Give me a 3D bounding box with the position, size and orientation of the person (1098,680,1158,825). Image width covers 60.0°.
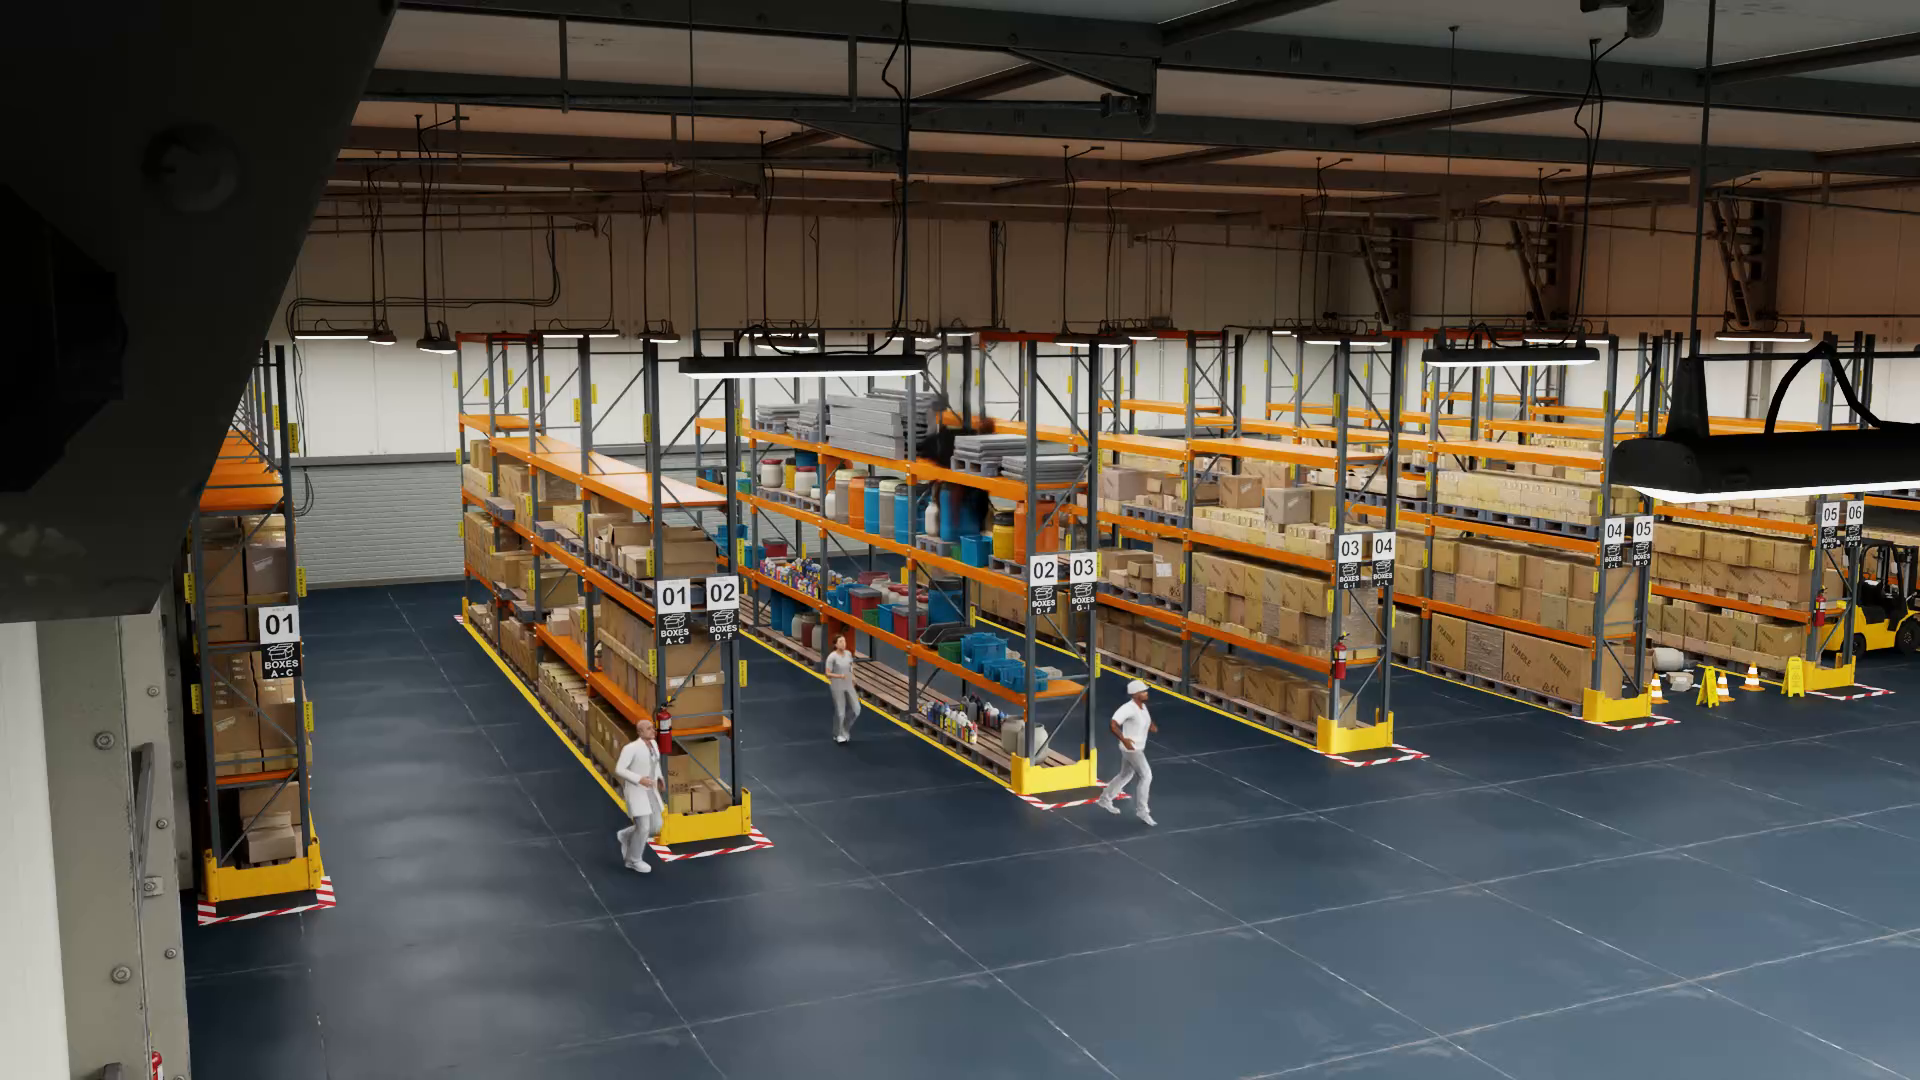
[{"bbox_3d":[2.132,2.652,20.931,0.785,1.831,0.706,2,8,15],"label":"person"}]

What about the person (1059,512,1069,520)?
[{"bbox_3d":[2.515,-0.089,41.498,0.739,1.711,0.783,-3,8,-20],"label":"person"}]

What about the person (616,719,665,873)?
[{"bbox_3d":[-3.652,2.916,19.157,0.686,1.723,0.737,5,9,32],"label":"person"}]

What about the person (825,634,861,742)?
[{"bbox_3d":[-1.711,2.205,24.596,0.552,1.622,0.585,-5,9,-33],"label":"person"}]
